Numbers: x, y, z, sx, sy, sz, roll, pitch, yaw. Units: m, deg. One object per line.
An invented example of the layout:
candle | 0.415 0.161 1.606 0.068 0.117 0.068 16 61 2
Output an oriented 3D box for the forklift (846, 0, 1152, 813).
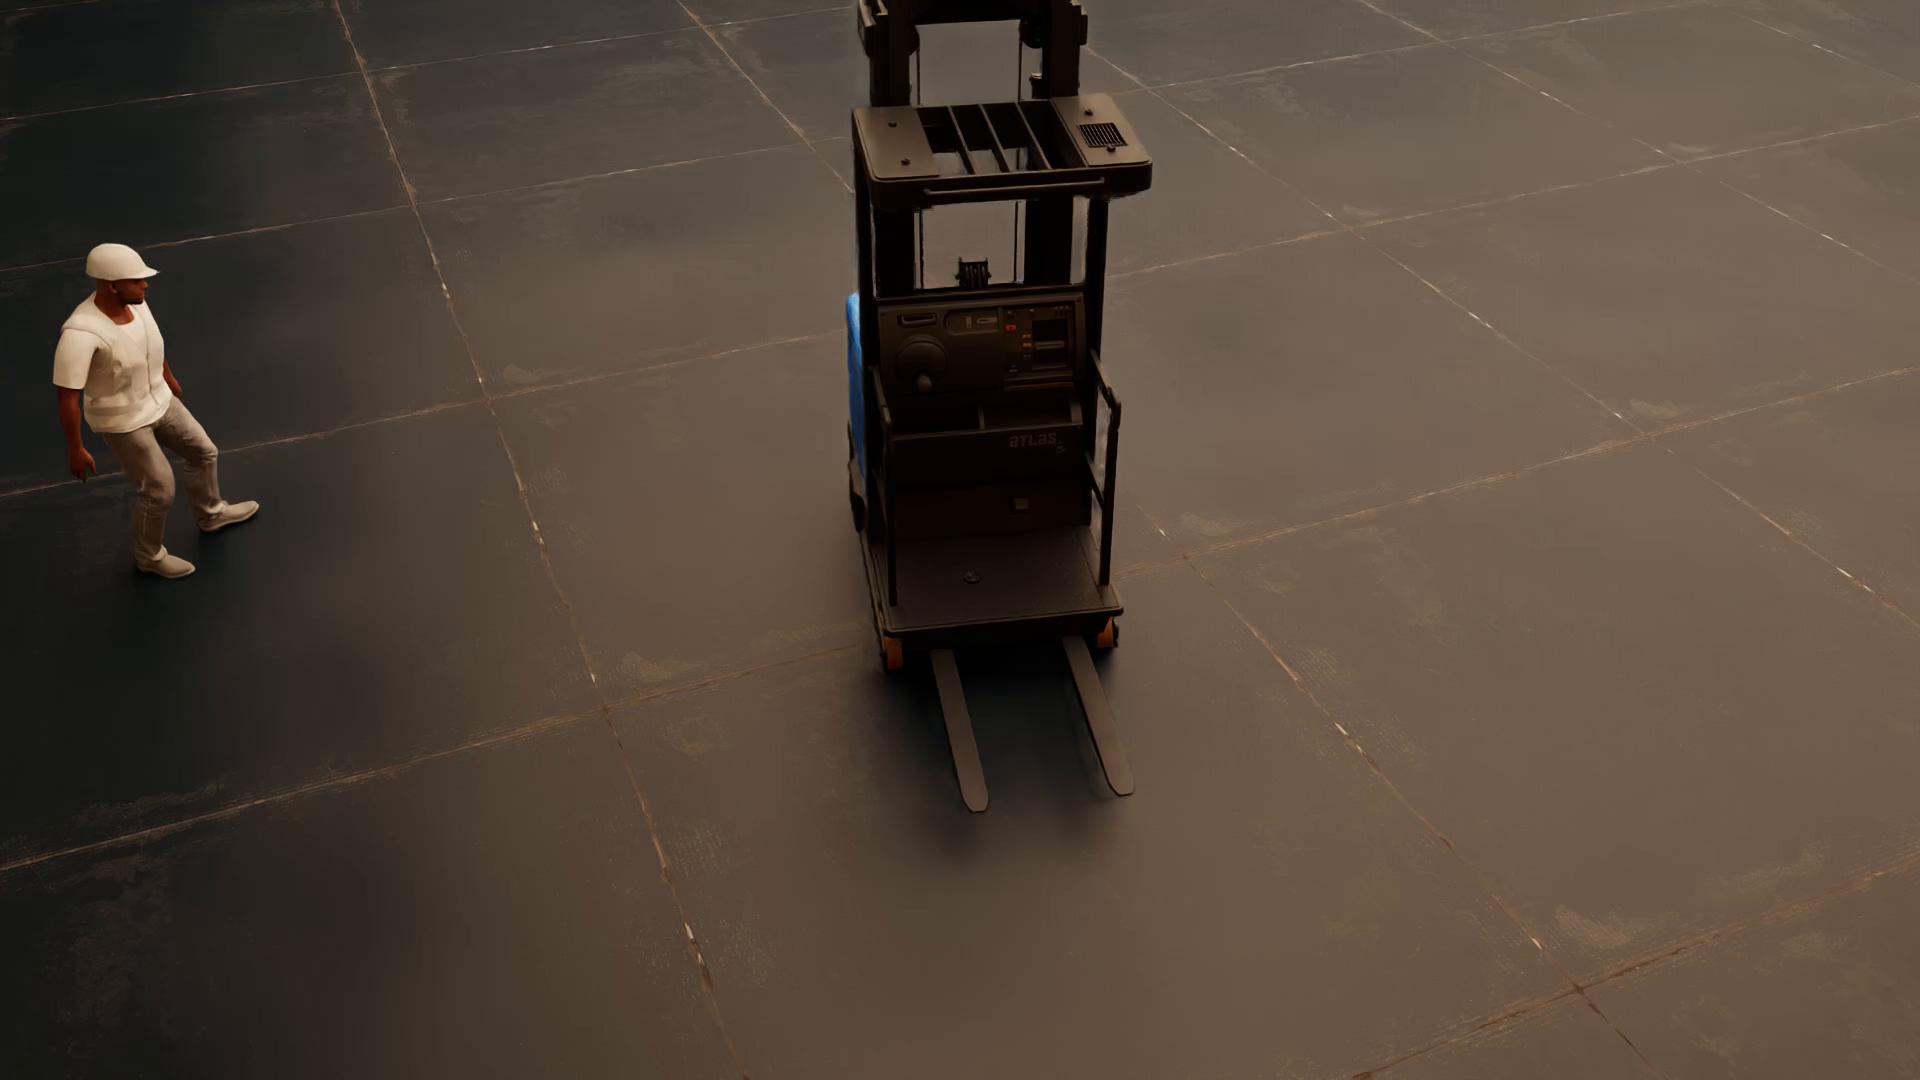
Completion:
forklift | 0.137 -0.812 7.240 1.130 2.935 3.031 -5 36 -7

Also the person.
person | -3.928 -0.622 8.015 0.461 1.731 0.883 5 36 7
